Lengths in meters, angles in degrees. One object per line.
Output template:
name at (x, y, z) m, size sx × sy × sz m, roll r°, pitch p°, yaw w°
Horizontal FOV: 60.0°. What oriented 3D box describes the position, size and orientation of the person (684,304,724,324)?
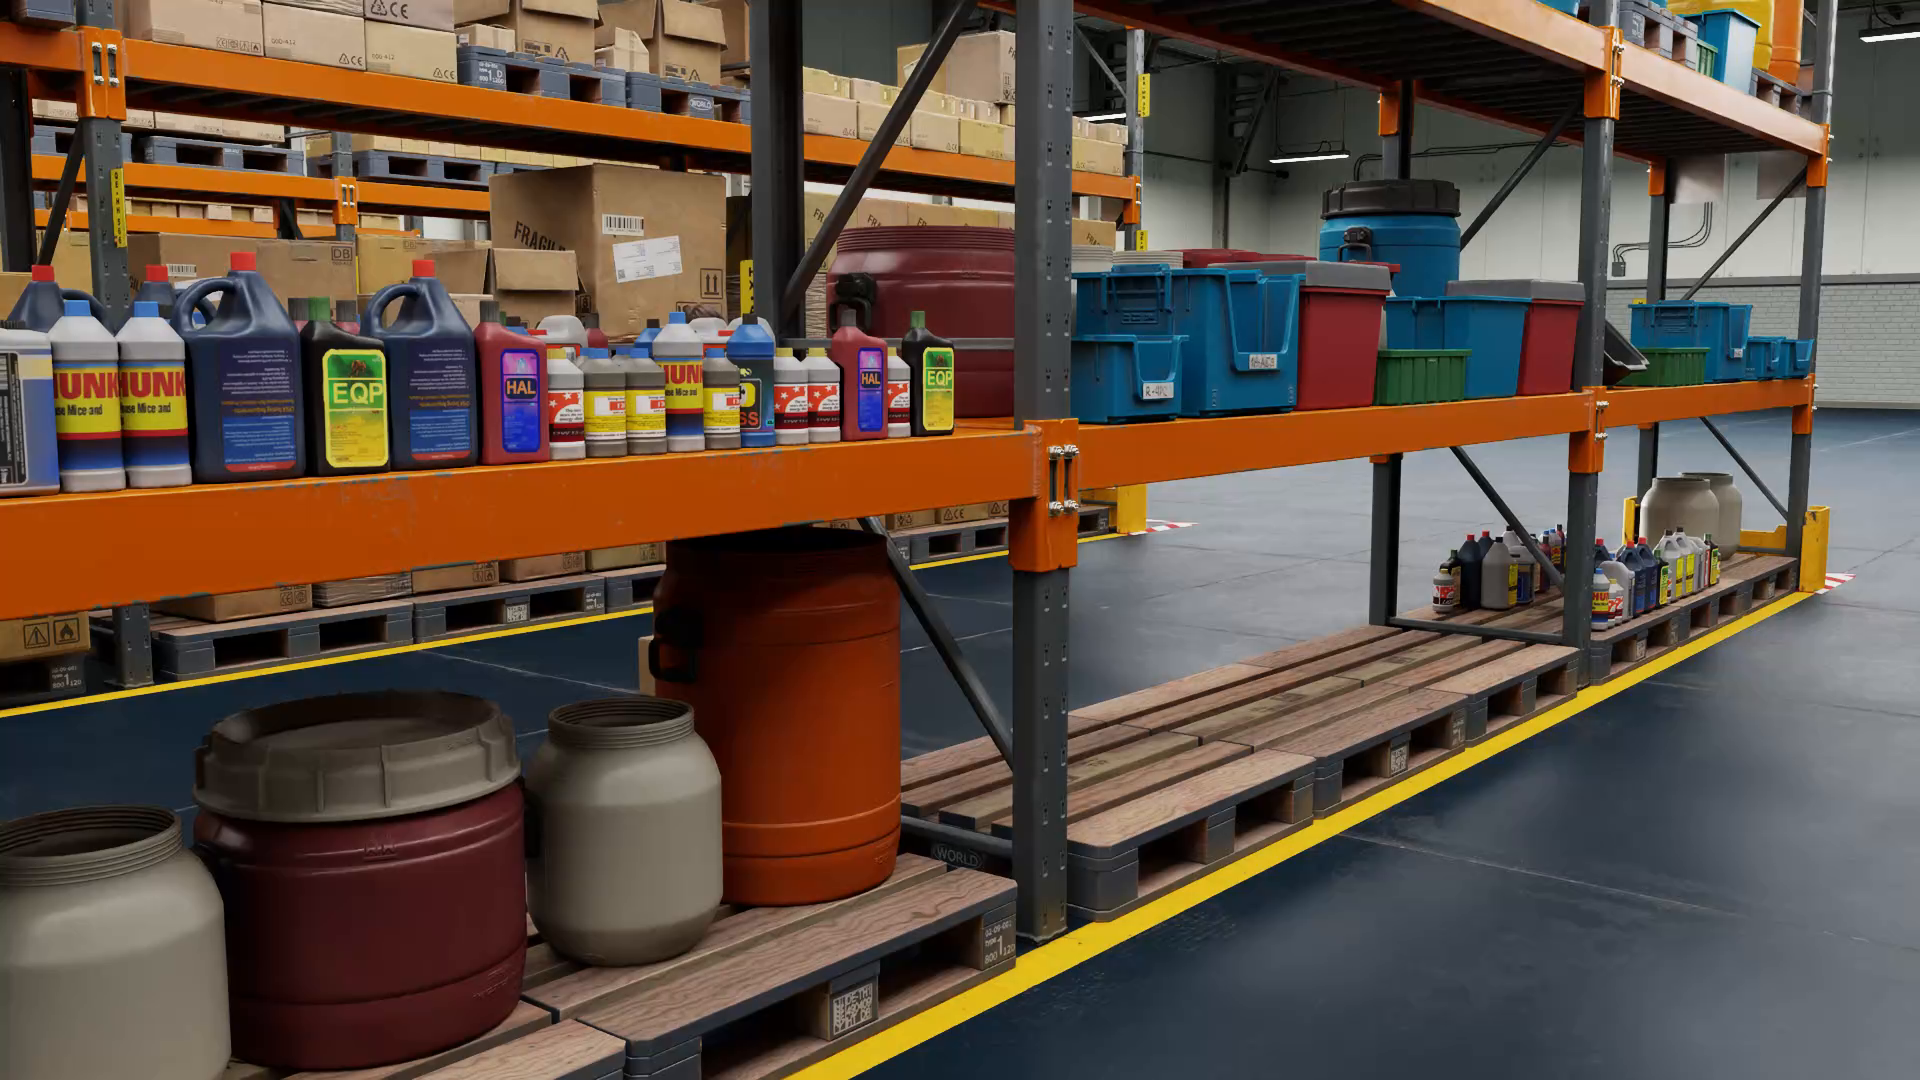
person at (-1.037, -0.146, 6.982) m, size 0.416 × 1.671 × 0.514 m, roll 5°, pitch 8°, yaw 35°
